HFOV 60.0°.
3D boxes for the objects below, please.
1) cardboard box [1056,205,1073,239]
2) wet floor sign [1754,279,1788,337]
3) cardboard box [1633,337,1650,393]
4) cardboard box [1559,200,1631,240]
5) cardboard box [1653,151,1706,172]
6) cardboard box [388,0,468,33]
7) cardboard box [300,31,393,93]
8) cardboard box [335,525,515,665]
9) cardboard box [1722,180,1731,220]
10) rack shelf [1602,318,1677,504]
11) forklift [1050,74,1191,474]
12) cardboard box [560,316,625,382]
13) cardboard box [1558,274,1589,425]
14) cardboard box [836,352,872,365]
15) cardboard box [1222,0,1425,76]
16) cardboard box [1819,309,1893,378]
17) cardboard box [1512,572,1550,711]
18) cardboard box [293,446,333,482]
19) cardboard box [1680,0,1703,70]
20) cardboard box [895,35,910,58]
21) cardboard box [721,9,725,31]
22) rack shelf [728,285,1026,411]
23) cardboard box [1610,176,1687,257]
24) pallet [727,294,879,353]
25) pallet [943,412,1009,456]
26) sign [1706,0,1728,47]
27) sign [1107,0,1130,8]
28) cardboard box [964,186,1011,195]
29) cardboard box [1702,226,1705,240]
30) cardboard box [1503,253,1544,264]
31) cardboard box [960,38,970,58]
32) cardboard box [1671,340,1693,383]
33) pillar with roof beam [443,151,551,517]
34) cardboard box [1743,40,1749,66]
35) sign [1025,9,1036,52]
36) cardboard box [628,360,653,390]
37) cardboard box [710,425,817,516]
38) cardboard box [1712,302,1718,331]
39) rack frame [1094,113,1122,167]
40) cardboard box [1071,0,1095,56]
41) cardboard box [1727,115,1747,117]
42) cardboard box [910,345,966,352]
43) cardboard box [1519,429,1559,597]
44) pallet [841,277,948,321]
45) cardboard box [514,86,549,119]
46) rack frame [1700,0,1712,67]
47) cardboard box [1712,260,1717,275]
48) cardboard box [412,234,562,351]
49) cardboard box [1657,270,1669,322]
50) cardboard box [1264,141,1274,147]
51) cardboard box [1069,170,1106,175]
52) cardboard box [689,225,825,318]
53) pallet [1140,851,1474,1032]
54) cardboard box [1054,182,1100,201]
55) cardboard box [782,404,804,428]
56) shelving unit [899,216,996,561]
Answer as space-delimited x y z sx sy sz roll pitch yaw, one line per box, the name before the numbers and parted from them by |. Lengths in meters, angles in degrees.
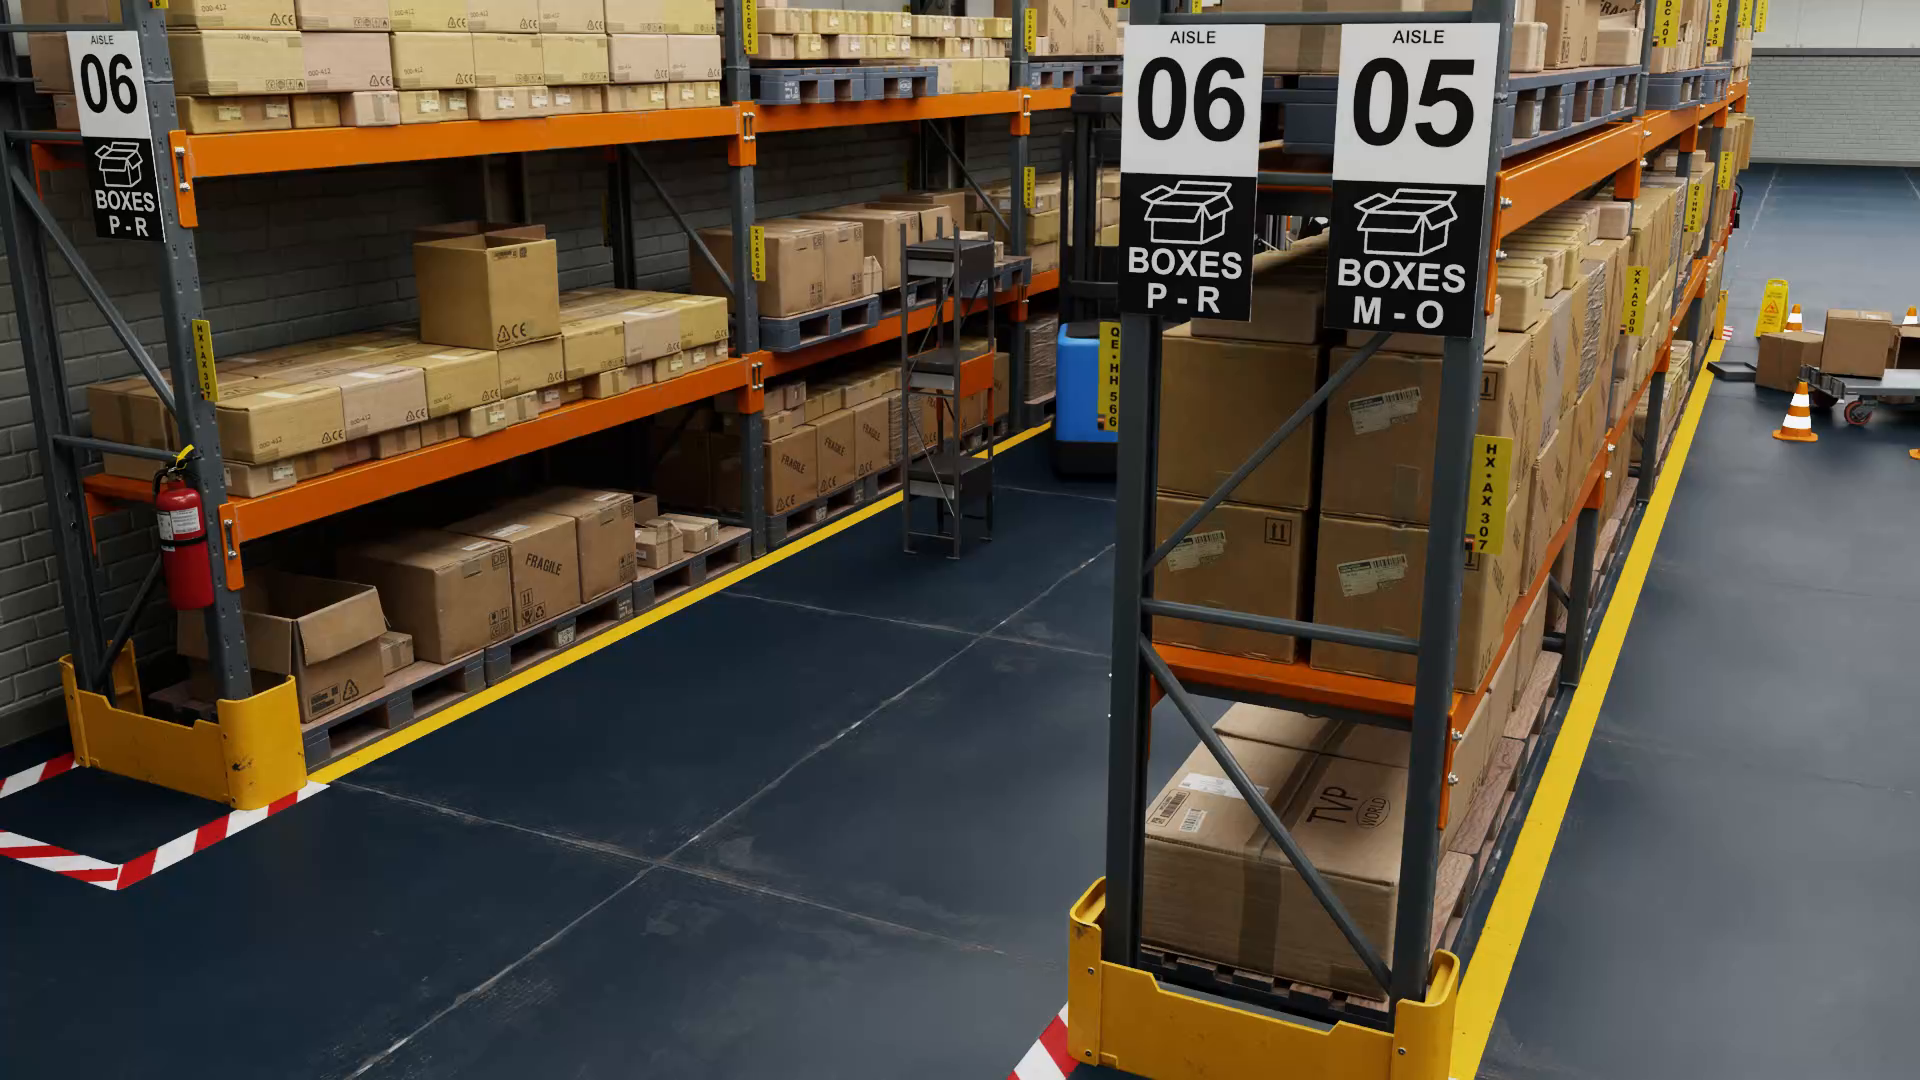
cardboard box | 0.711 -2.785 14.520 0.500 0.250 0.500 9 19 27
wet floor sign | 9.129 -2.599 18.642 0.232 0.644 0.267 -15 22 -41
cardboard box | 3.630 -1.026 9.474 0.500 0.250 0.500 8 18 25
cardboard box | 2.872 -1.478 7.662 0.380 0.149 0.250 8 18 24
cardboard box | 5.897 -3.103 13.629 0.380 0.149 0.250 7 18 23
cardboard box | -2.626 -2.457 7.622 0.500 0.250 0.500 8 18 25
cardboard box | -2.854 -2.090 7.264 0.500 0.250 0.500 8 19 26
cardboard box | -2.730 0.270 8.500 0.700 0.500 0.500 9 19 28
cardboard box | 7.636 -3.579 17.107 0.500 0.500 0.500 8 18 25
rack shelf | 3.618 -0.924 10.129 1.077 0.370 4.000 8 18 25
forklift | 1.359 -2.260 13.485 1.130 2.935 3.031 2 17 5
cardboard box | -2.172 -1.045 9.014 0.500 0.250 0.500 8 18 25
cardboard box | 2.076 -0.745 6.333 0.500 0.500 0.500 8 18 26
cardboard box | -0.902 -1.361 12.853 0.380 0.149 0.250 8 18 24
cardboard box | 1.058 -1.481 4.826 0.500 0.250 0.500 6 18 20
cardboard box | 7.905 -1.743 14.683 0.500 0.500 0.500 8 18 25
cardboard box | 2.348 0.414 8.124 0.875 0.438 0.875 8 18 25
cardboard box | -3.041 -0.370 7.442 0.380 0.149 0.250 9 19 27
cardboard box | 3.984 -2.979 9.605 0.500 0.500 0.500 8 18 26
cardboard box | -0.565 -3.377 11.384 0.380 0.149 0.250 9 19 27
cardboard box | -1.593 -3.258 10.464 0.380 0.149 0.250 8 18 26
rack shelf | -0.824 -1.554 12.252 1.077 0.370 4.000 8 18 25
cardboard box | 4.515 -2.140 11.030 0.500 0.500 0.500 8 18 24
pallet | -1.263 -1.487 11.100 1.003 0.211 1.213 8 18 25
pallet | -0.298 -0.886 13.638 1.003 0.211 1.213 8 18 25
sign | 5.005 -3.429 10.985 0.100 0.325 0.005 8 18 25
sign | 0.458 -1.637 4.583 0.100 0.325 0.005 8 18 25
cardboard box | 0.221 -3.015 14.592 0.380 0.149 0.250 8 18 25
cardboard box | 6.316 -2.711 14.588 0.380 0.149 0.250 8 18 26
cardboard box | 1.787 -0.904 5.728 0.380 0.149 0.250 8 18 26
cardboard box | -0.147 -3.717 12.567 0.380 0.149 0.250 9 19 27
cardboard box | 6.067 -1.604 15.035 0.950 0.372 0.625 8 18 26
pillar with roof beam | 1.016 -3.655 7.525 9.100 9.000 0.400 8 18 25
cardboard box | 7.422 -4.770 16.288 0.500 0.250 0.500 8 18 26
sign | 0.554 -4.025 13.130 0.100 0.325 0.005 8 18 25
cardboard box | -1.967 -0.954 9.409 0.380 0.149 0.250 9 19 27
cardboard box | -1.300 -0.487 11.049 0.500 0.500 0.500 9 19 28
cardboard box | 7.955 -2.453 18.105 0.500 0.250 0.500 8 18 25
rack frame | 1.857 -3.427 17.295 1.000 3.000 0.127 8 18 25
cardboard box | 0.747 -4.438 14.342 0.700 0.500 0.500 8 18 24
cardboard box | 7.821 -4.200 17.441 0.700 0.500 0.500 8 18 26
cardboard box | -0.176 -1.429 13.082 0.380 0.149 0.250 7 18 24
cardboard box | 1.853 -0.133 6.030 0.500 0.500 0.500 8 18 25
pallet | -0.795 -1.820 12.222 1.003 0.211 1.213 8 18 25
cardboard box | -2.276 -2.182 8.275 0.380 0.149 0.250 9 19 26
rack frame | 4.512 -4.654 10.887 1.000 3.000 0.127 8 18 25
cardboard box | 7.260 -2.691 16.450 0.380 0.149 0.250 9 19 29
cardboard box | -2.391 -1.264 8.436 0.500 0.500 0.500 9 19 27
cardboard box | 4.086 -1.526 10.279 0.500 0.250 0.500 8 18 24
cardboard box | 3.498 -4.693 19.718 0.380 0.149 0.250 9 19 27
cardboard box | 1.229 -3.599 16.557 0.380 0.149 0.250 8 18 25
cardboard box | -1.302 -1.733 10.679 0.700 0.500 0.500 9 19 27
pallet | 1.224 1.383 5.997 1.003 0.211 1.213 8 18 25
cardboard box | 1.043 -3.141 15.017 0.380 0.149 0.250 9 19 27
cardboard box | -1.265 -0.841 11.102 0.380 0.149 0.250 8 18 24
shelving unit | -0.074 -0.964 10.583 0.431 2.100 0.503 8 18 25
